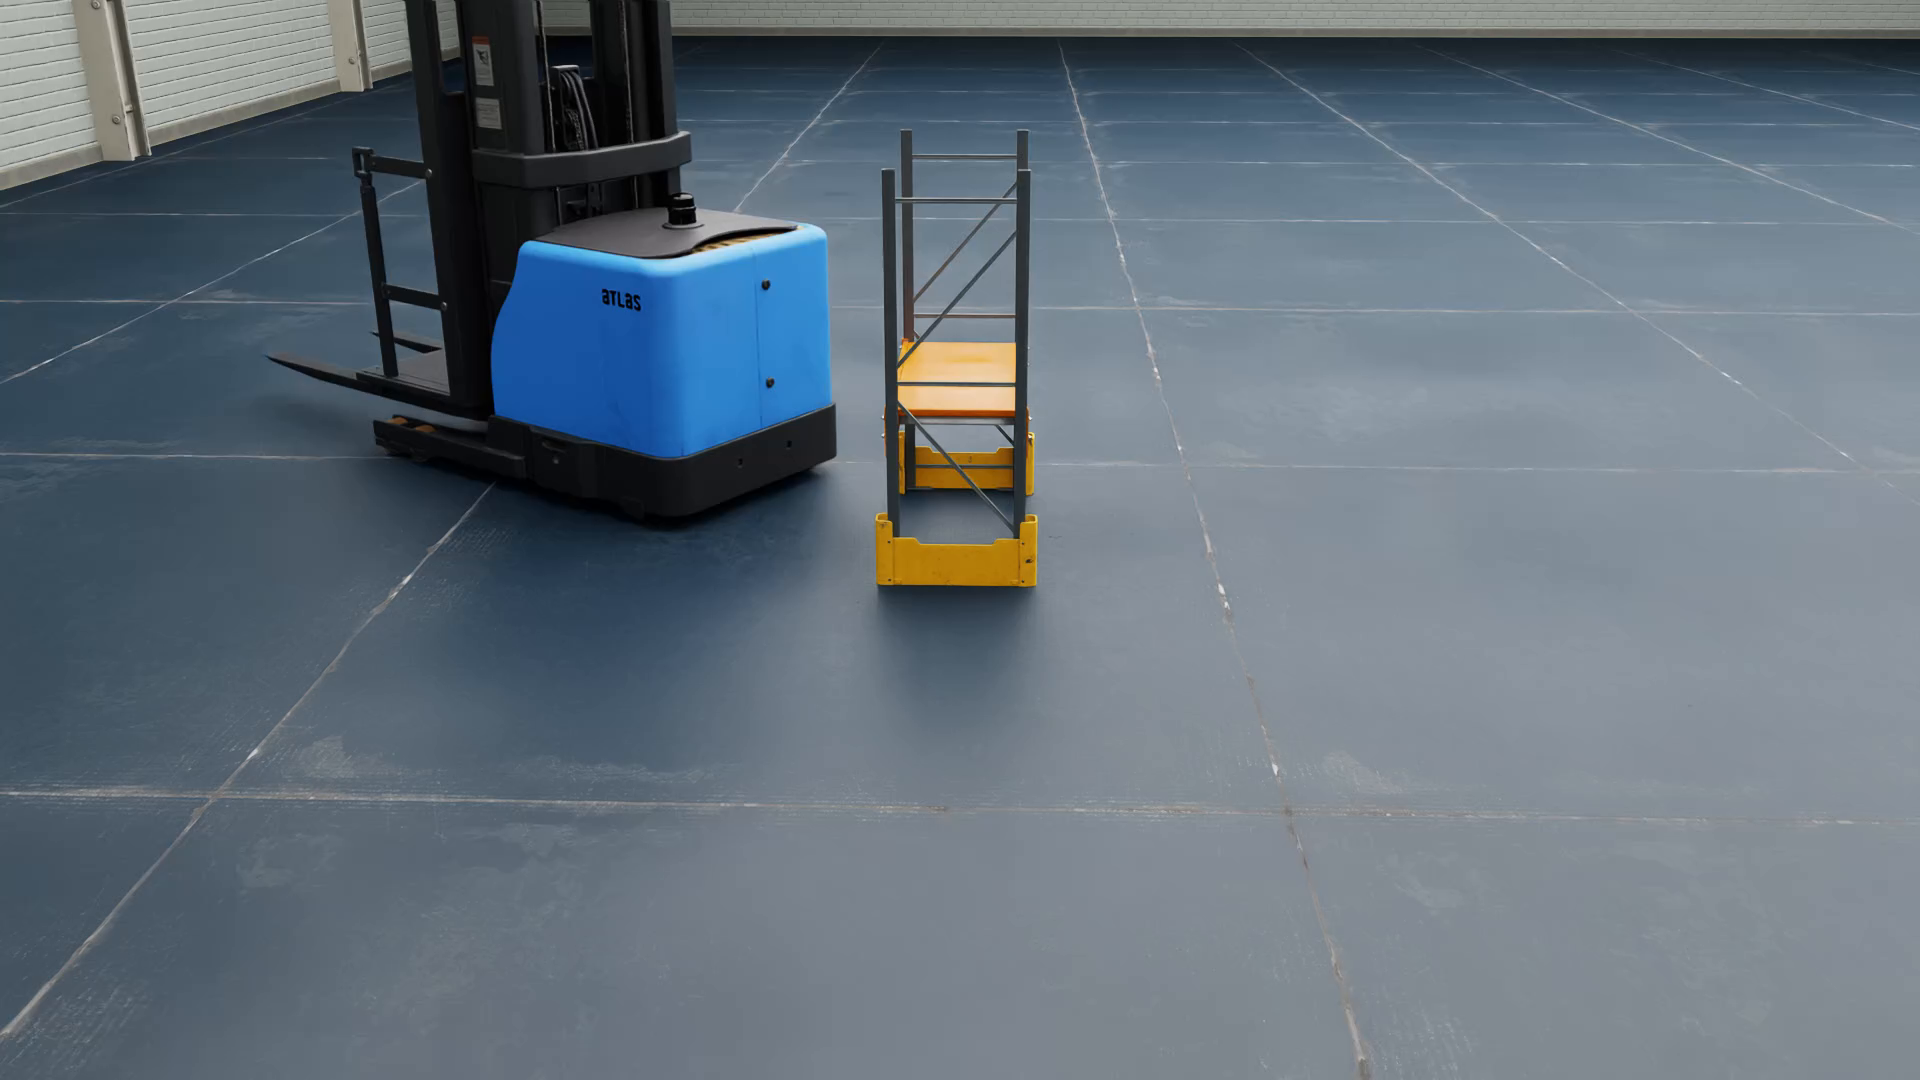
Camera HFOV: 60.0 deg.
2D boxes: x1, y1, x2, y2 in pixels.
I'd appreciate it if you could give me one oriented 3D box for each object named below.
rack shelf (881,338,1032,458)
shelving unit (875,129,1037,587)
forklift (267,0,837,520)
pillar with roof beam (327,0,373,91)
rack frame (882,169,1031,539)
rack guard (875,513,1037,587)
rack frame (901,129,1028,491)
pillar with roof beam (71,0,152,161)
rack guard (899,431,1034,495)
[{"bbox_3d":[0.003,-0.562,6.402,0.538,0.185,1.000,1,21,2],"label":"rack shelf"},{"bbox_3d":[0.002,-0.727,6.329,0.587,1.500,1.083,1,21,2],"label":"shelving unit"},{"bbox_3d":[-2.030,-1.850,7.245,3.031,2.935,1.130,15,26,33],"label":"forklift"},{"bbox_3d":[-3.553,-10.005,19.873,9.100,9.000,0.400,1,21,2],"label":"pillar with roof beam"},{"bbox_3d":[-0.013,-0.546,5.863,0.500,1.500,0.032,1,21,2],"label":"rack frame"},{"bbox_3d":[-0.013,0.036,6.091,0.587,0.250,0.087,1,21,2],"label":"rack guard"},{"bbox_3d":[0.018,-0.914,6.811,0.500,1.500,0.032,1,21,2],"label":"rack frame"},{"bbox_3d":[-3.736,-7.835,14.282,9.100,9.000,0.400,1,21,2],"label":"pillar with roof beam"},{"bbox_3d":[0.017,-0.324,7.019,0.587,0.250,0.087,1,21,2],"label":"rack guard"}]
